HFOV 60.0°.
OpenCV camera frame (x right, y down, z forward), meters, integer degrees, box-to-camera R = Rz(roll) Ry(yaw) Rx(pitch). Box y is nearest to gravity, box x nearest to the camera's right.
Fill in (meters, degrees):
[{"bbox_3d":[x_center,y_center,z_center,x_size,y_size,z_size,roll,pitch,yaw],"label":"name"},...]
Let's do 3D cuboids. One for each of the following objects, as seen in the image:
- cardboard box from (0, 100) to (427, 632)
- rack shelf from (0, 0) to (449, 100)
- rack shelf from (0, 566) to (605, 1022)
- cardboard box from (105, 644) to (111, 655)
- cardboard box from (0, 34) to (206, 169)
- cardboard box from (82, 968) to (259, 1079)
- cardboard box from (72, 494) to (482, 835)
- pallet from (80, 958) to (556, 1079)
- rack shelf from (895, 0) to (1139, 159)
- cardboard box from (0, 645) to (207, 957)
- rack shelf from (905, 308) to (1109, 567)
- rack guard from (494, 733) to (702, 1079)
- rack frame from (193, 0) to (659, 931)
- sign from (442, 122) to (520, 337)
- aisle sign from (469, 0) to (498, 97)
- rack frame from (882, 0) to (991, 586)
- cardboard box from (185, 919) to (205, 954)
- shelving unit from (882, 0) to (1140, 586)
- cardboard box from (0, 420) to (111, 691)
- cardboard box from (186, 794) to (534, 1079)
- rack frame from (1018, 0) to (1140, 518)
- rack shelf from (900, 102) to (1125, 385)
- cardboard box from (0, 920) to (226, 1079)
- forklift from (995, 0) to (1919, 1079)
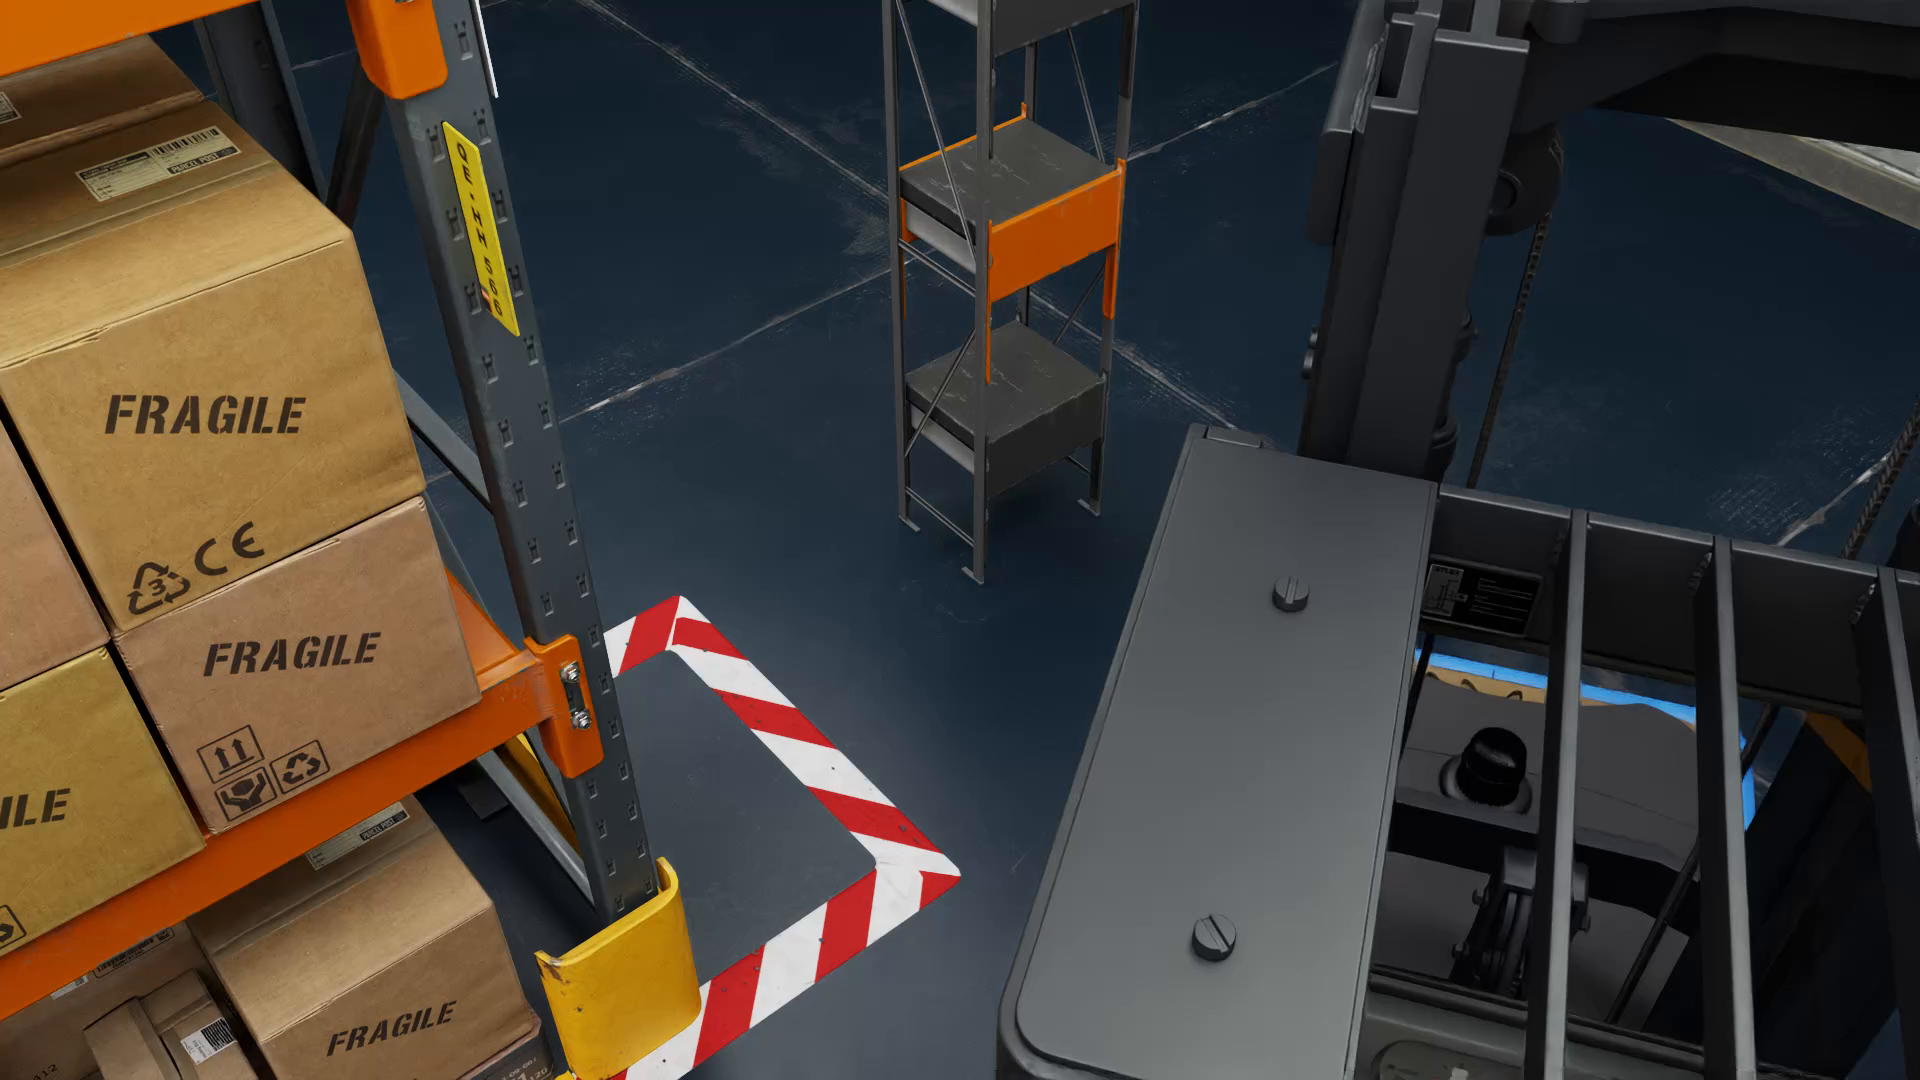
[{"bbox_3d":[-1.214,-0.280,2.553,0.500,0.500,0.500,-30,51,-28],"label":"cardboard box"},{"bbox_3d":[-2.584,-0.171,1.576,4.000,0.370,1.077,-30,51,-28],"label":"rack shelf"},{"bbox_3d":[-2.584,0.922,2.603,4.000,0.370,1.077,-30,51,-28],"label":"rack shelf"},{"bbox_3d":[-1.559,-0.199,3.197,0.500,0.500,0.500,-29,50,-27],"label":"cardboard box"},{"bbox_3d":[-1.559,-0.563,2.855,0.500,0.500,0.500,-28,50,-27],"label":"cardboard box"},{"bbox_3d":[-1.677,1.153,3.580,0.250,0.166,0.380,-30,51,-28],"label":"cardboard box"},{"bbox_3d":[-1.218,0.085,2.896,0.500,0.500,0.500,-28,50,-27],"label":"cardboard box"},{"bbox_3d":[-1.719,1.182,3.837,1.213,0.211,1.003,-30,51,-28],"label":"pallet"},{"bbox_3d":[0.127,-1.338,4.139,0.480,0.518,0.431,-30,51,-28],"label":"rack shelf"},{"bbox_3d":[-1.614,0.314,2.651,0.500,0.500,0.500,-29,51,-28],"label":"cardboard box"},{"bbox_3d":[0.127,-0.318,5.097,0.480,0.518,0.431,-30,51,-28],"label":"rack shelf"},{"bbox_3d":[-1.108,0.726,4.112,0.348,0.500,1.175,-30,51,-28],"label":"rack guard"},{"bbox_3d":[-1.049,-0.219,3.292,0.127,3.000,1.000,-30,51,-28],"label":"rack frame"},{"bbox_3d":[-0.709,-0.456,2.467,0.005,0.325,0.100,-30,51,-28],"label":"sign"},{"bbox_3d":[-0.801,-1.035,2.262,0.004,0.787,0.394,-30,51,-28],"label":"aisle sign"},{"bbox_3d":[-0.060,-0.731,4.494,0.015,2.100,0.400,-30,51,-28],"label":"rack frame"},{"bbox_3d":[-1.783,0.767,3.990,0.250,0.166,0.380,-30,51,-28],"label":"cardboard box"},{"bbox_3d":[0.127,-0.838,4.609,0.503,2.100,0.431,-30,51,-28],"label":"shelving unit"},{"bbox_3d":[-1.601,-0.057,2.316,0.500,0.500,0.500,-28,50,-27],"label":"cardboard box"},{"bbox_3d":[-1.308,0.900,3.605,0.500,0.500,0.500,-30,51,-28],"label":"cardboard box"},{"bbox_3d":[0.314,-0.945,4.723,0.015,2.100,0.400,-30,51,-28],"label":"rack frame"},{"bbox_3d":[0.127,-0.828,4.618,0.480,0.518,0.431,-30,51,-28],"label":"rack shelf"},{"bbox_3d":[-2.032,0.933,3.753,0.500,0.250,0.500,-30,51,-28],"label":"cardboard box"},{"bbox_3d":[0.669,0.932,2.117,1.130,2.935,3.031,12,44,12],"label":"forklift"}]
